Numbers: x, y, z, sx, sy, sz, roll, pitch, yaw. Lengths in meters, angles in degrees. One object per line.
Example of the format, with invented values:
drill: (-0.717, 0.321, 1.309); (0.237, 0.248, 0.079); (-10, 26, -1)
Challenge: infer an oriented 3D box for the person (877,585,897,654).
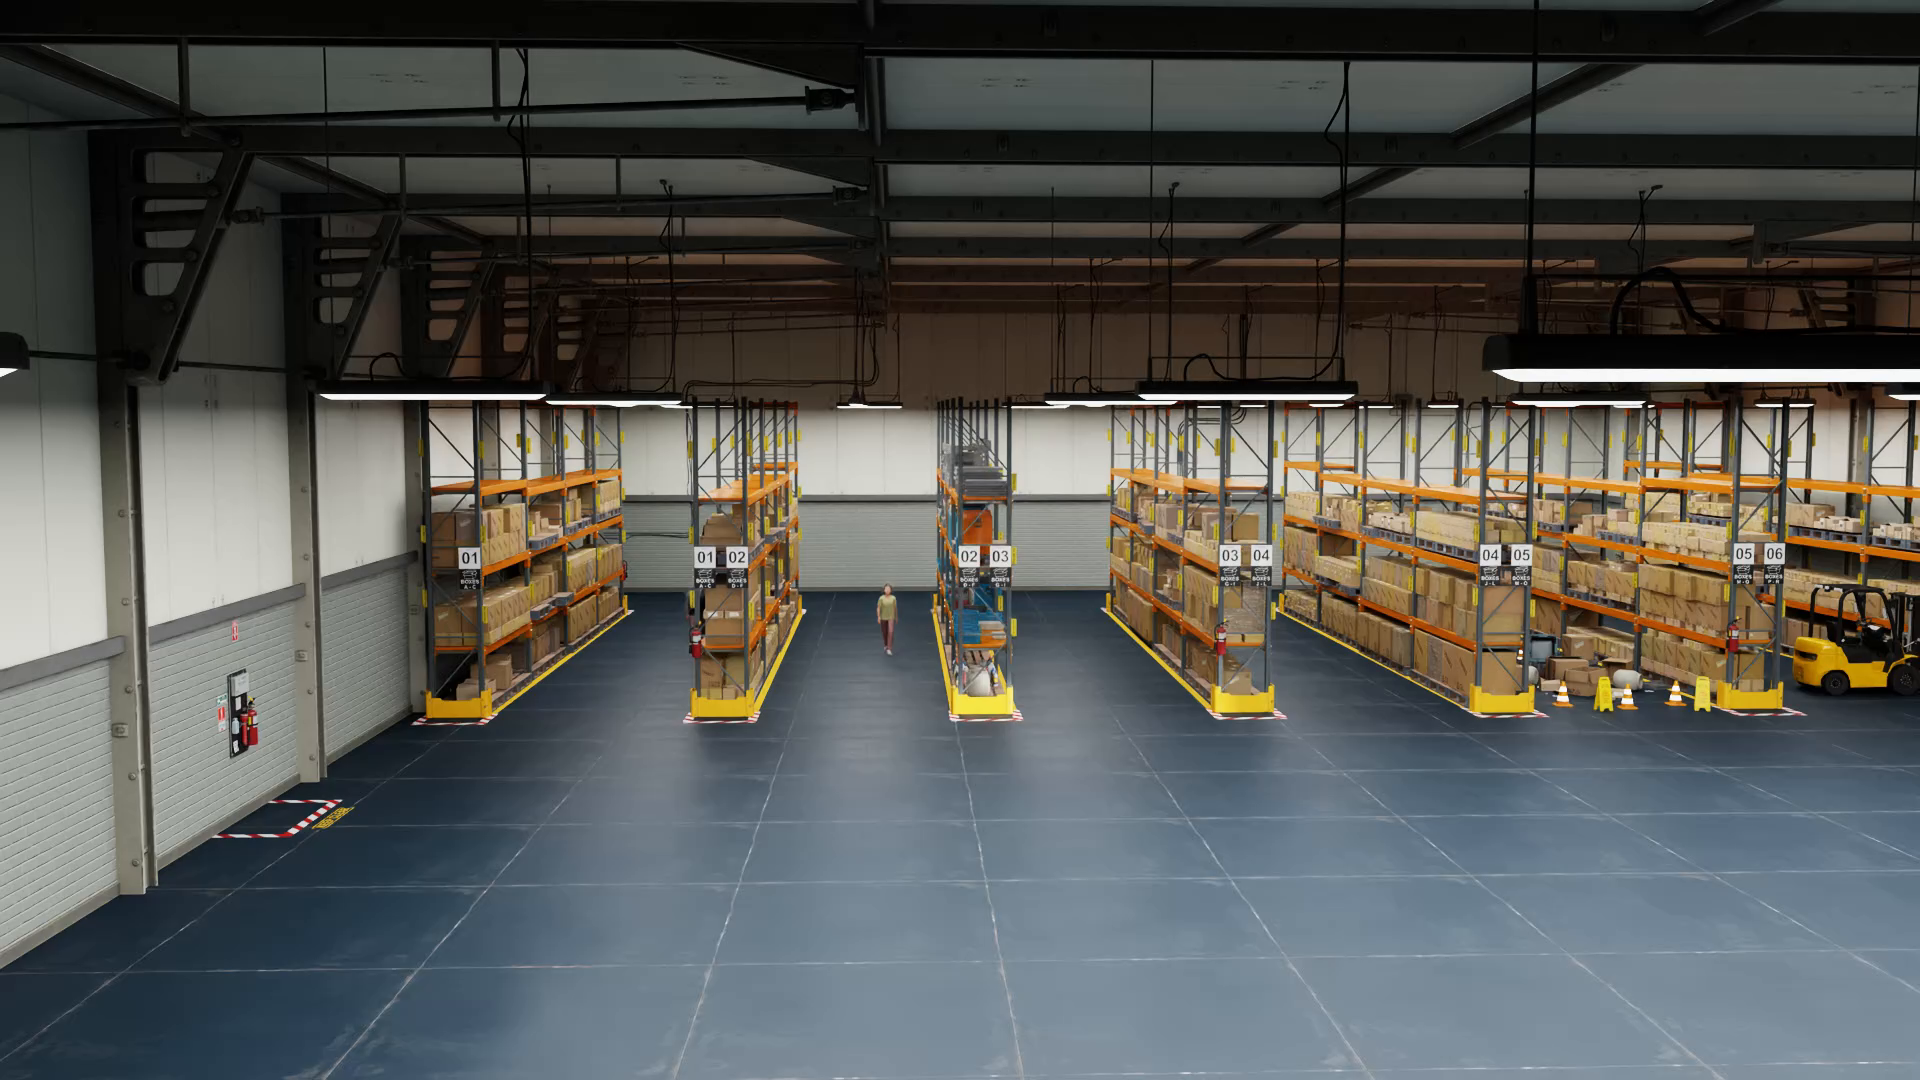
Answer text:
person: (-1.740, 1.857, 39.346); (0.445, 1.605, 1.072); (1, 4, 7)

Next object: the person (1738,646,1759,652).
person: (17.091, 2.055, 36.012); (0.575, 1.790, 0.530); (0, 4, 4)

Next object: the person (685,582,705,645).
person: (-6.292, 1.798, 39.865); (0.625, 1.667, 1.068); (0, 4, -5)

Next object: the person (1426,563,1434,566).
person: (12.521, 1.466, 44.257); (0.503, 1.681, 0.444); (-4, 6, -39)
